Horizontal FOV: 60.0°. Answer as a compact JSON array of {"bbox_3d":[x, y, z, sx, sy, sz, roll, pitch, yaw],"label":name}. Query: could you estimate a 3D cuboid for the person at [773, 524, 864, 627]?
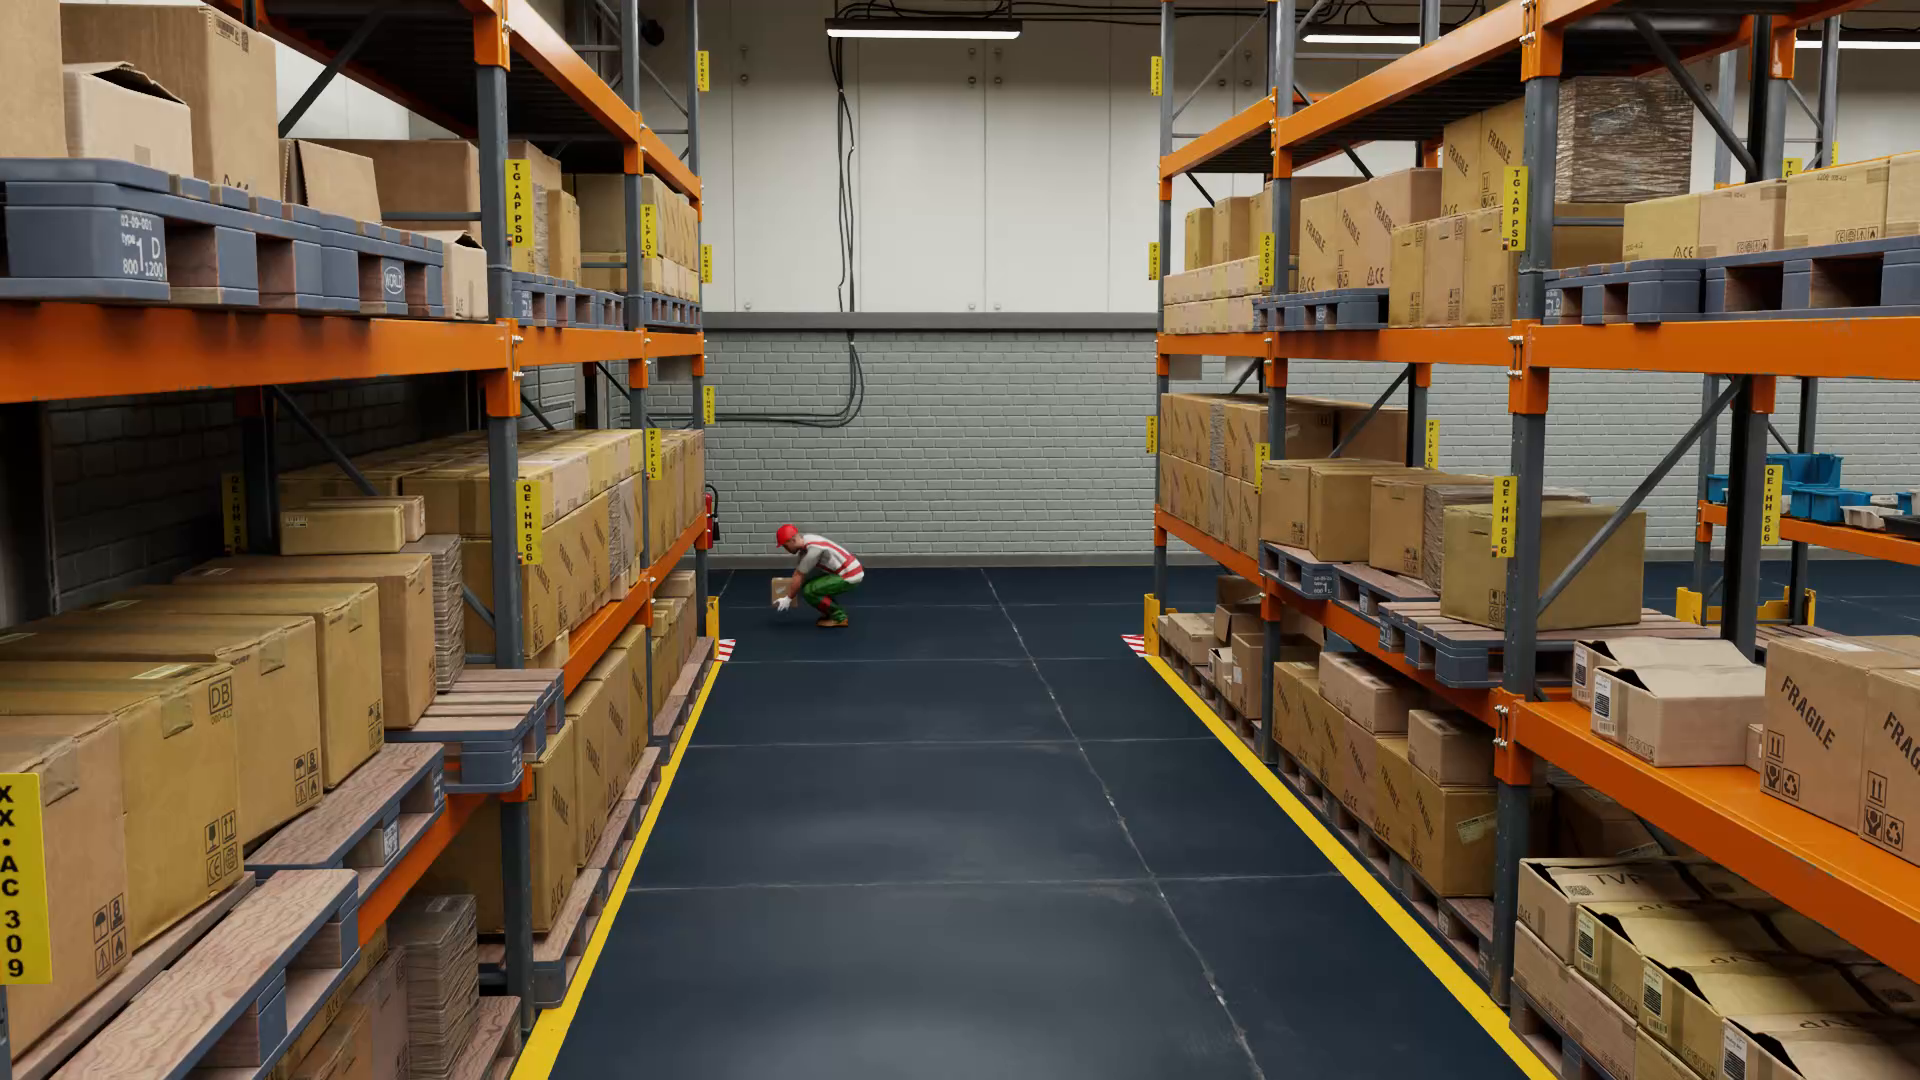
[{"bbox_3d":[-1.374,0.338,16.169,0.885,1.001,0.545,-1,7,-5],"label":"person"}]
